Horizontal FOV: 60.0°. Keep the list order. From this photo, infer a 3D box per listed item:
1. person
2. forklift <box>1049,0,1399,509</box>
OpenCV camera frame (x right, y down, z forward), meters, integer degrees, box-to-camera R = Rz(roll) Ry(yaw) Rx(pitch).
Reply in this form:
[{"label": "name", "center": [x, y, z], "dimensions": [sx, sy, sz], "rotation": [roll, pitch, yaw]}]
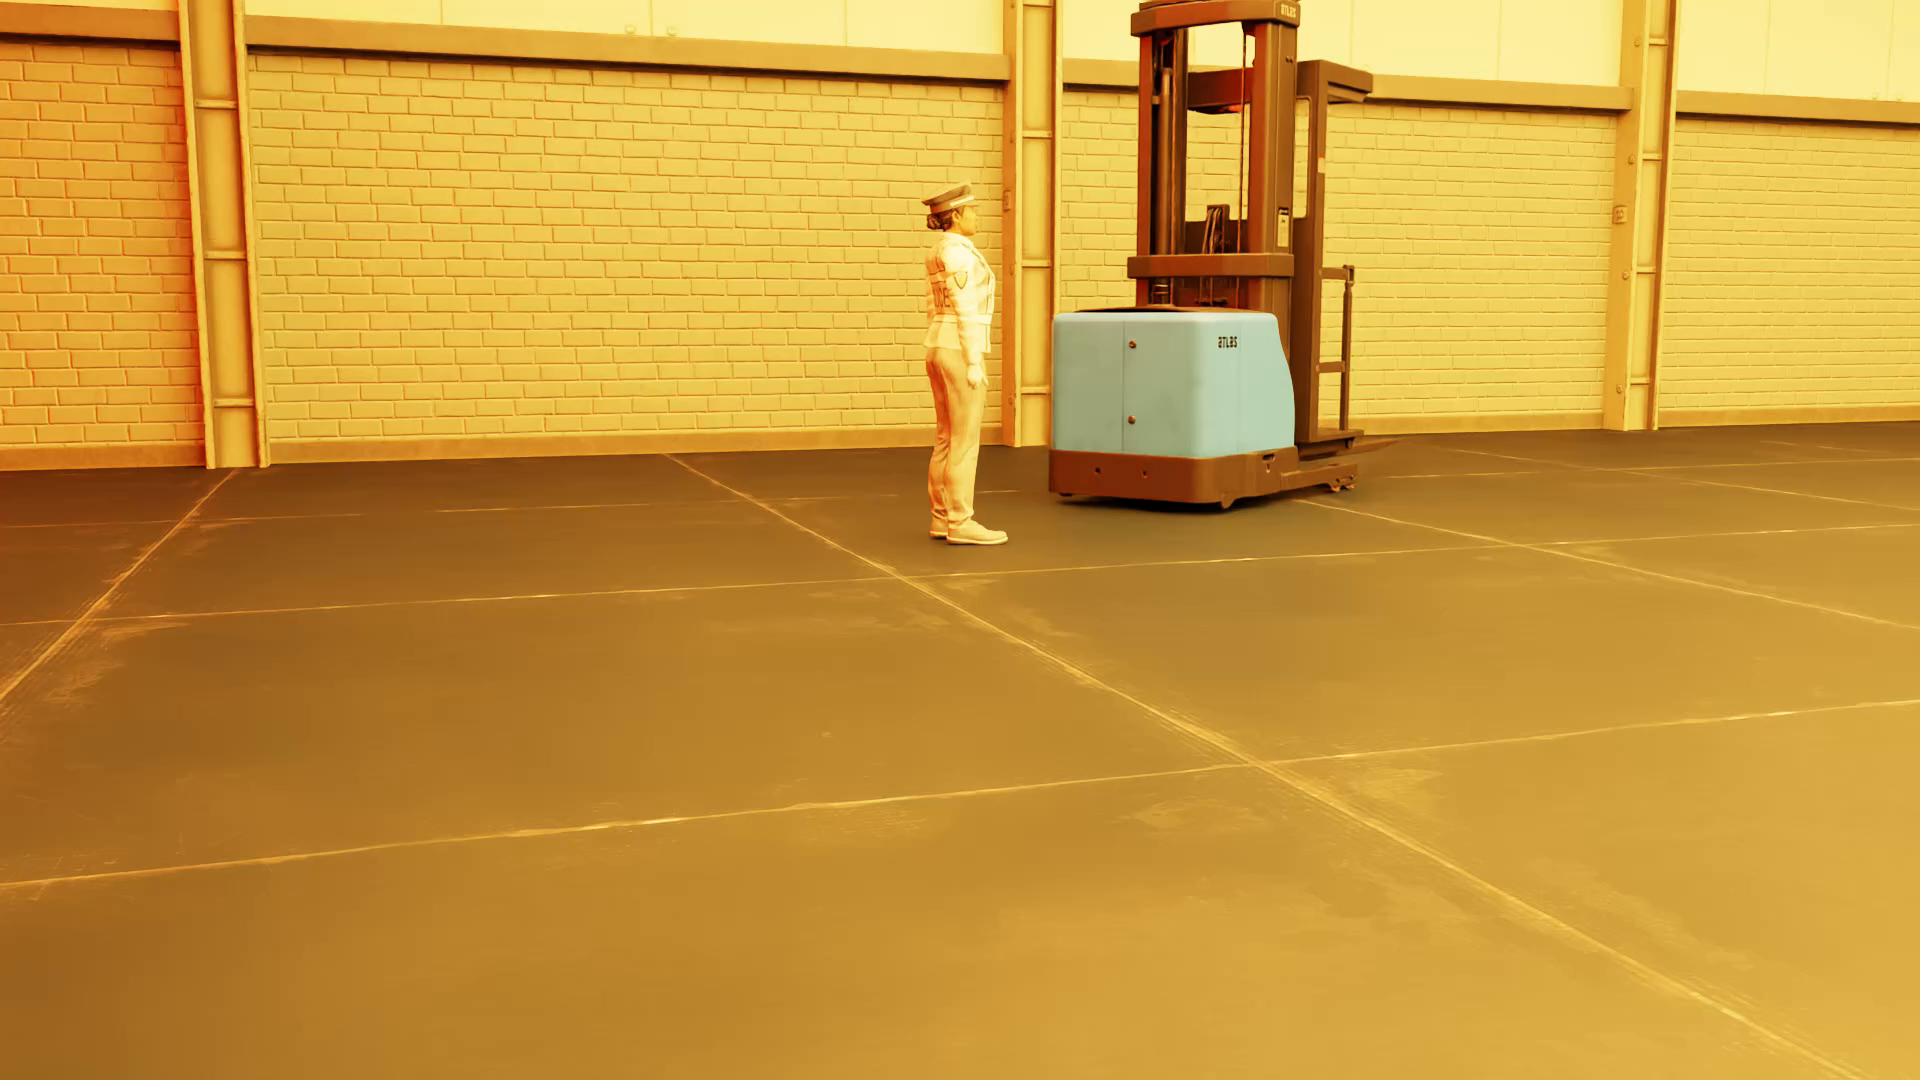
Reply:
[{"label": "person", "center": [-0.002, -0.837, 7.815], "dimensions": [0.353, 1.694, 0.461], "rotation": [-3, 8, -18]}, {"label": "forklift", "center": [1.791, -1.774, 10.093], "dimensions": [1.130, 2.935, 3.031], "rotation": [6, 10, 37]}]
